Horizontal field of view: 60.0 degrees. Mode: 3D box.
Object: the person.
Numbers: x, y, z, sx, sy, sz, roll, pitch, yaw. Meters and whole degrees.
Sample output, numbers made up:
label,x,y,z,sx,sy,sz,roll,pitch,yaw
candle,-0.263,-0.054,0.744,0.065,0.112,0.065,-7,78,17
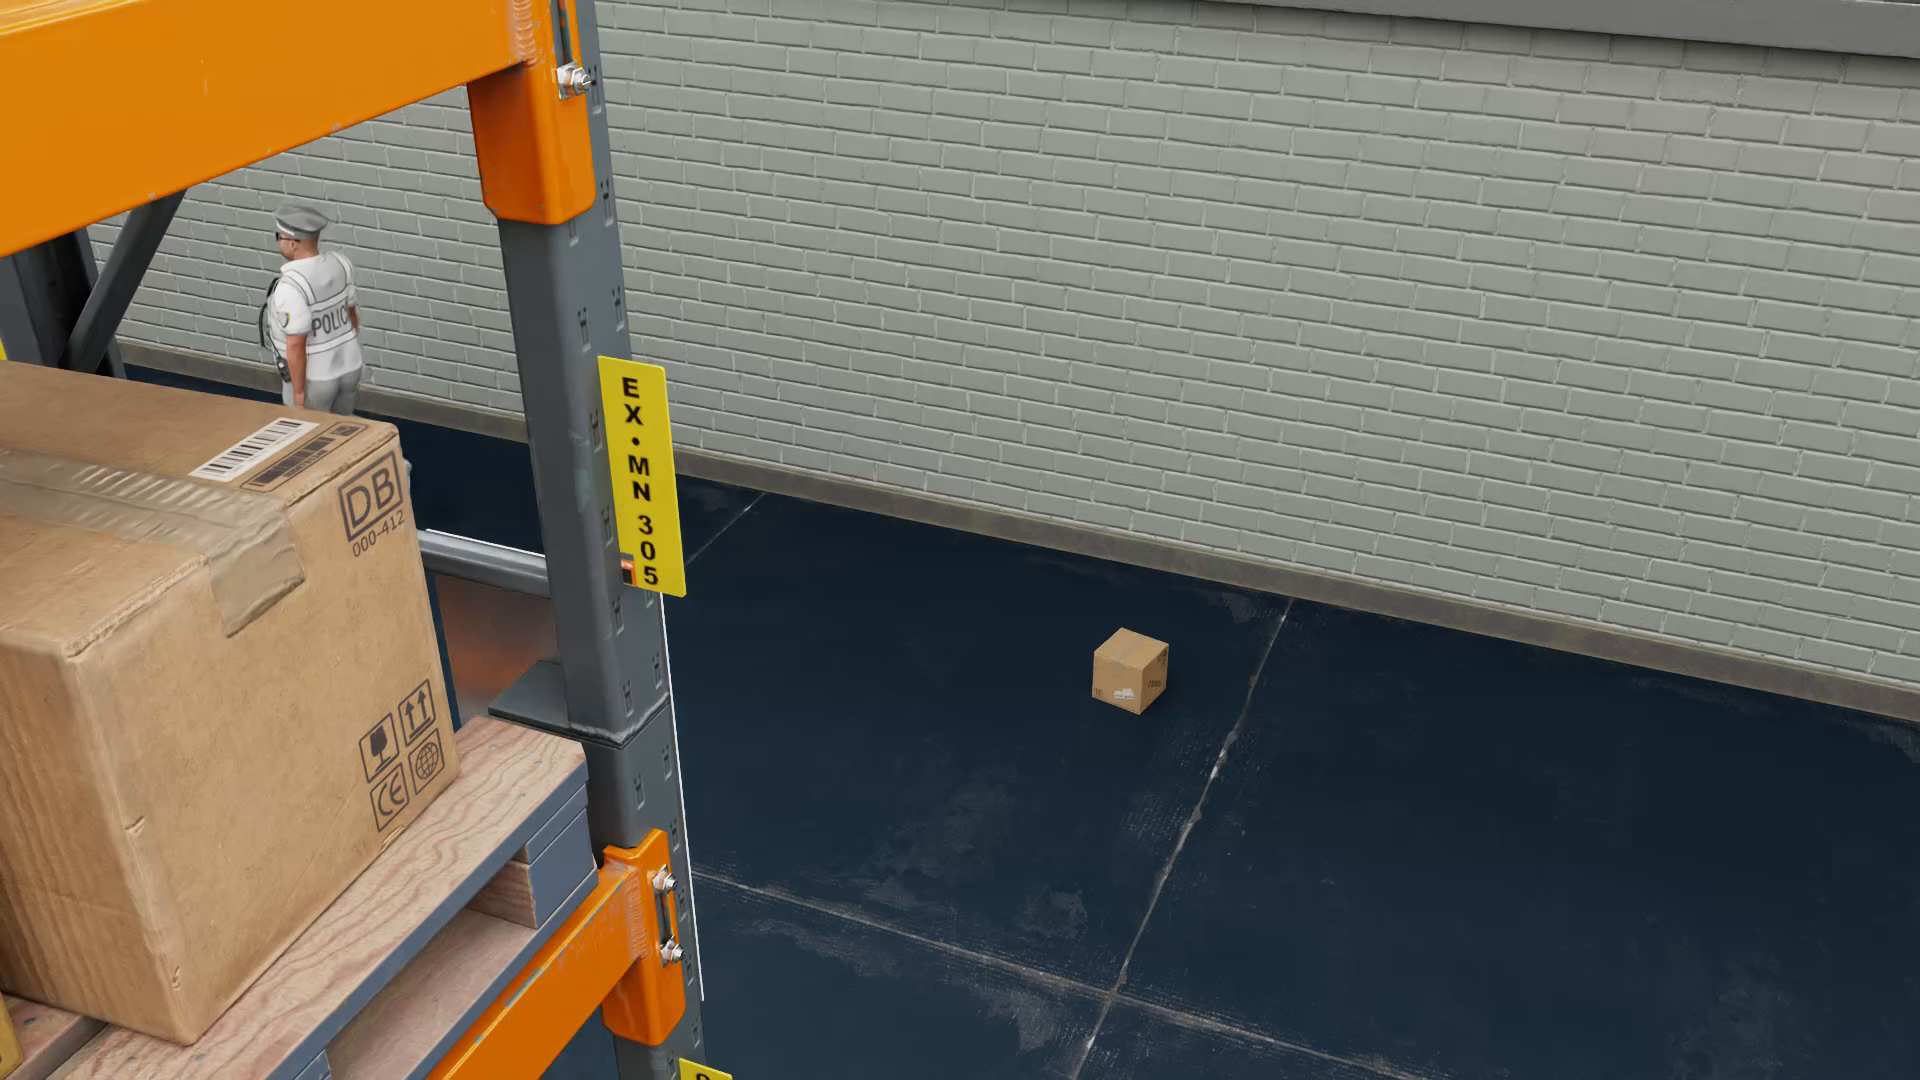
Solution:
label,x,y,z,sx,sy,sz,roll,pitch,yaw
person,-3.304,-0.899,8.669,0.657,1.753,0.569,11,31,18
